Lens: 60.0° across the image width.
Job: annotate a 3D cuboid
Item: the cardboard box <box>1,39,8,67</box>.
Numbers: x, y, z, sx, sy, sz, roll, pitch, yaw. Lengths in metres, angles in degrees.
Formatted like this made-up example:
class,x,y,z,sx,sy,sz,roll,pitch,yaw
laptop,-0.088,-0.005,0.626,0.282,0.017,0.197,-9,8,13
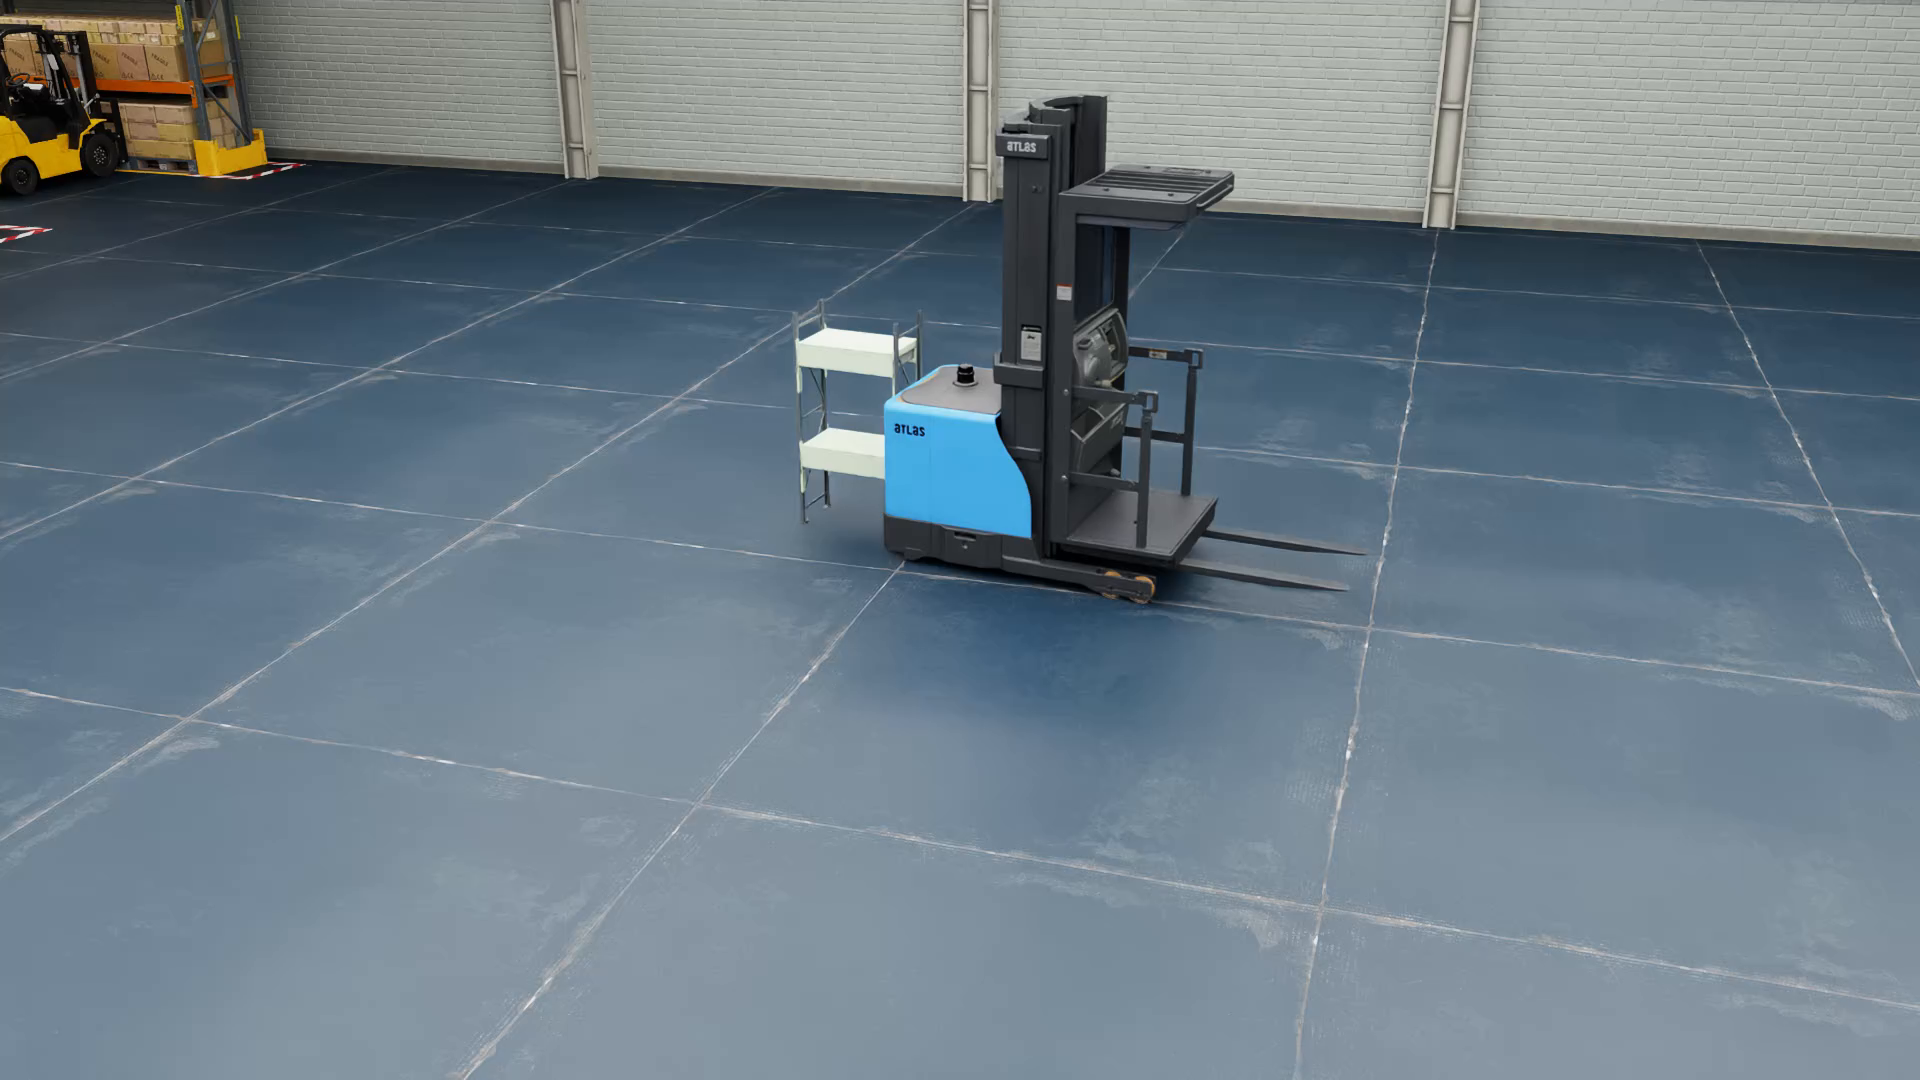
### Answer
class,x,y,z,sx,sy,sz,roll,pitch,yaw
cardboard box,-14.291,-7.244,24.846,0.500,0.500,0.500,6,23,14

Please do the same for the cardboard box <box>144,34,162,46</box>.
class,x,y,z,sx,sy,sz,roll,pitch,yaw
cardboard box,-11.477,-7.203,23.890,0.250,0.149,0.380,7,23,16

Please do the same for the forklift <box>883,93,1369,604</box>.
class,x,y,z,sx,sy,sz,roll,pitch,yaw
forklift,1.062,-1.191,10.313,3.031,2.935,1.130,9,24,21

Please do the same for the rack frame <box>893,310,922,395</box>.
class,x,y,z,sx,sy,sz,roll,pitch,yaw
rack frame,-0.343,-0.765,11.159,0.023,1.500,0.400,9,24,21

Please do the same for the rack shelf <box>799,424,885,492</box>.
class,x,y,z,sx,sy,sz,roll,pitch,yaw
rack shelf,-0.680,-0.518,11.416,0.720,0.370,0.431,9,24,21

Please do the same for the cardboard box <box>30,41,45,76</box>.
class,x,y,z,sx,sy,sz,roll,pitch,yaw
cardboard box,-13.303,-7.138,24.587,0.500,0.500,0.500,6,23,15

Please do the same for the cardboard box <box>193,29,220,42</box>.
class,x,y,z,sx,sy,sz,roll,pitch,yaw
cardboard box,-11.061,-7.381,24.324,0.250,0.149,0.380,6,23,14

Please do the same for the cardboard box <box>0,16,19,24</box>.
class,x,y,z,sx,sy,sz,roll,pitch,yaw
cardboard box,-14.139,-7.693,24.694,0.250,0.149,0.380,7,23,16

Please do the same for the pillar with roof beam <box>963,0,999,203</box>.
class,x,y,z,sx,sy,sz,roll,pitch,yaw
pillar with roof beam,-0.972,-7.203,16.972,0.400,9.000,9.100,7,23,16

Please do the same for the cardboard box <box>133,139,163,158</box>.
class,x,y,z,sx,sy,sz,roll,pitch,yaw
cardboard box,-11.826,-5.820,24.575,0.500,0.250,0.500,7,23,15

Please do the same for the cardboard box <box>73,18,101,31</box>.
class,x,y,z,sx,sy,sz,roll,pitch,yaw
cardboard box,-12.685,-7.516,24.261,0.250,0.149,0.380,7,23,16

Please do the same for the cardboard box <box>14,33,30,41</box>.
class,x,y,z,sx,sy,sz,roll,pitch,yaw
cardboard box,-13.691,-7.457,24.510,0.250,0.149,0.380,7,23,17

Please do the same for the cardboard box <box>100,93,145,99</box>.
class,x,y,z,sx,sy,sz,roll,pitch,yaw
cardboard box,-12.660,-6.580,25.111,0.500,0.250,0.500,6,23,14

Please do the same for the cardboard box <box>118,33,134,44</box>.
class,x,y,z,sx,sy,sz,roll,pitch,yaw
cardboard box,-11.942,-7.285,24.090,0.250,0.149,0.380,6,23,15

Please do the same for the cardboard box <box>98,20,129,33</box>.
class,x,y,z,sx,sy,sz,roll,pitch,yaw
cardboard box,-12.217,-7.427,24.044,0.250,0.149,0.380,7,23,17

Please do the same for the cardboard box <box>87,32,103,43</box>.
class,x,y,z,sx,sy,sz,roll,pitch,yaw
cardboard box,-12.459,-7.317,24.169,0.250,0.149,0.380,7,23,16

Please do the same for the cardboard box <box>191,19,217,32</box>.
class,x,y,z,sx,sy,sz,roll,pitch,yaw
cardboard box,-11.071,-7.501,24.226,0.250,0.149,0.380,6,23,14

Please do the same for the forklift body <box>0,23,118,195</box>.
class,x,y,z,sx,sy,sz,roll,pitch,yaw
forklift body,-13.153,-6.055,23.198,1.214,2.155,2.313,7,23,16

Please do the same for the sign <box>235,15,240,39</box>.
class,x,y,z,sx,sy,sz,roll,pitch,yaw
sign,-10.645,-7.541,24.456,0.005,0.325,0.100,7,23,16

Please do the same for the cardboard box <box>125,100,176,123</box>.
class,x,y,z,sx,sy,sz,roll,pitch,yaw
cardboard box,-11.833,-6.279,24.376,0.500,0.250,0.500,7,23,16

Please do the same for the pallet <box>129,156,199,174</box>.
class,x,y,z,sx,sy,sz,roll,pitch,yaw
pallet,-11.555,-5.681,24.842,1.213,0.211,1.003,7,23,16

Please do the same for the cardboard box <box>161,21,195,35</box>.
class,x,y,z,sx,sy,sz,roll,pitch,yaw
cardboard box,-11.215,-7.350,23.856,0.250,0.149,0.380,7,23,16

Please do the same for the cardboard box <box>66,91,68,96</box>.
class,x,y,z,sx,sy,sz,roll,pitch,yaw
cardboard box,-13.624,-6.692,25.385,0.500,0.250,0.500,6,23,15

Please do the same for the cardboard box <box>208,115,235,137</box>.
class,x,y,z,sx,sy,sz,roll,pitch,yaw
cardboard box,-11.201,-6.183,24.803,0.500,0.250,0.500,7,23,16

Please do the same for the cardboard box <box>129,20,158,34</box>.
class,x,y,z,sx,sy,sz,roll,pitch,yaw
cardboard box,-11.718,-7.384,23.941,0.250,0.149,0.380,7,23,17

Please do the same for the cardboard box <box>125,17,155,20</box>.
class,x,y,z,sx,sy,sz,roll,pitch,yaw
cardboard box,-12.061,-7.618,24.512,0.250,0.149,0.380,7,23,17

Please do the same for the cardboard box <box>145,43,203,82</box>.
class,x,y,z,sx,sy,sz,roll,pitch,yaw
cardboard box,-11.358,-6.908,24.026,0.500,0.500,0.500,6,23,14

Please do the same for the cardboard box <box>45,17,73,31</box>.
class,x,y,z,sx,sy,sz,roll,pitch,yaw
cardboard box,-13.165,-7.570,24.394,0.250,0.149,0.380,6,23,15

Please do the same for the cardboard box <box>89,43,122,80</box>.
class,x,y,z,sx,sy,sz,roll,pitch,yaw
cardboard box,-12.343,-7.024,24.309,0.500,0.500,0.500,6,23,14

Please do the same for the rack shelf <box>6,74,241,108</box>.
class,x,y,z,sx,sy,sz,roll,pitch,yaw
rack shelf,-12.726,-6.789,24.817,4.000,0.370,1.077,7,23,16

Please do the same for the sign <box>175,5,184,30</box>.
class,x,y,z,sx,sy,sz,roll,pitch,yaw
sign,-10.981,-7.352,23.404,0.005,0.325,0.100,7,23,16

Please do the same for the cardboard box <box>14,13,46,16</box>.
class,x,y,z,sx,sy,sz,roll,pitch,yaw
cardboard box,-14.019,-7.858,25.095,0.250,0.149,0.380,6,23,14

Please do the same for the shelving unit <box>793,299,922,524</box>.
class,x,y,z,sx,sy,sz,roll,pitch,yaw
shelving unit,-0.680,-0.820,11.293,0.755,1.500,0.431,9,24,21

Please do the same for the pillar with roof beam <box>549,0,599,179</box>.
class,x,y,z,sx,sy,sz,roll,pitch,yaw
pillar with roof beam,-6.717,-7.860,18.575,0.400,9.000,9.100,7,23,16

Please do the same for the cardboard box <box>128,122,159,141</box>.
class,x,y,z,sx,sy,sz,roll,pitch,yaw
cardboard box,-11.844,-6.055,24.490,0.500,0.250,0.500,6,23,15

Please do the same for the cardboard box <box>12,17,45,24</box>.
class,x,y,z,sx,sy,sz,roll,pitch,yaw
cardboard box,-13.681,-7.596,24.458,0.250,0.149,0.380,7,23,17

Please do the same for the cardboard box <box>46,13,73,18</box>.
class,x,y,z,sx,sy,sz,roll,pitch,yaw
cardboard box,-13.504,-7.829,25.024,0.250,0.149,0.380,6,23,14

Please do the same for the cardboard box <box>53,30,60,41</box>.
class,x,y,z,sx,sy,sz,roll,pitch,yaw
cardboard box,-13.194,-7.406,24.387,0.250,0.149,0.380,6,23,14

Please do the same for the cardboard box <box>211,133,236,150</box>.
class,x,y,z,sx,sy,sz,roll,pitch,yaw
cardboard box,-11.225,-5.950,24.892,0.500,0.250,0.500,7,23,16

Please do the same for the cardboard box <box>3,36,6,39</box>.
class,x,y,z,sx,sy,sz,roll,pitch,yaw
cardboard box,-14.163,-7.529,24.687,0.250,0.149,0.380,7,23,17

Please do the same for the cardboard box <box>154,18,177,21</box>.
class,x,y,z,sx,sy,sz,roll,pitch,yaw
cardboard box,-11.569,-7.566,24.384,0.250,0.149,0.380,7,23,17

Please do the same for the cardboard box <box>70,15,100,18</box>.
class,x,y,z,sx,sy,sz,roll,pitch,yaw
cardboard box,-13.031,-7.748,24.828,0.250,0.149,0.380,6,23,15

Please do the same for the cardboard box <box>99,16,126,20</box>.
class,x,y,z,sx,sy,sz,roll,pitch,yaw
cardboard box,-12.543,-7.681,24.665,0.250,0.149,0.380,7,23,16

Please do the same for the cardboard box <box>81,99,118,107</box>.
class,x,y,z,sx,sy,sz,roll,pitch,yaw
cardboard box,-12.801,-6.389,24.644,0.500,0.250,0.500,6,23,14

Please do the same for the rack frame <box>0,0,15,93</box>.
class,x,y,z,sx,sy,sz,roll,pitch,yaw
rack frame,-14.641,-7.341,25.215,0.127,3.000,1.000,7,23,16

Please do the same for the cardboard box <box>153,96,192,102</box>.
class,x,y,z,sx,sy,sz,roll,pitch,yaw
cardboard box,-11.696,-6.462,24.825,0.500,0.250,0.500,7,23,16
